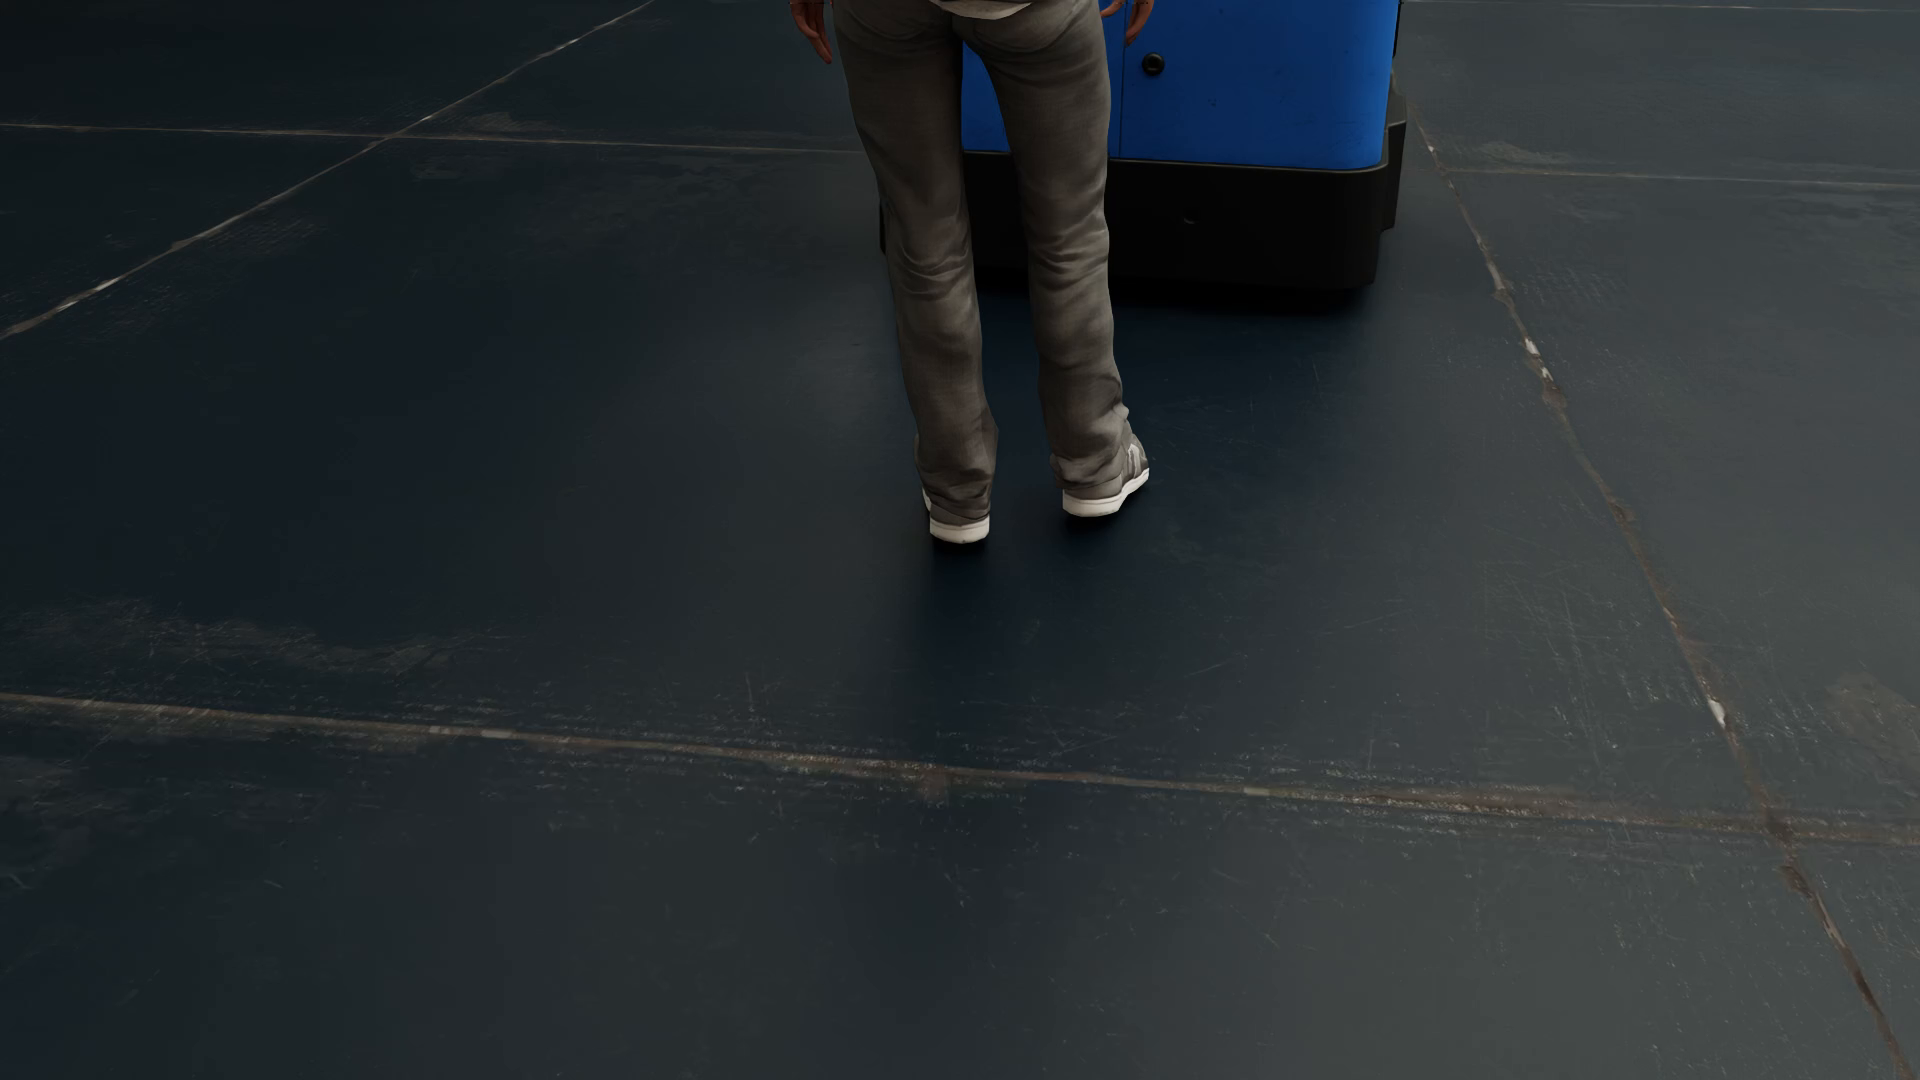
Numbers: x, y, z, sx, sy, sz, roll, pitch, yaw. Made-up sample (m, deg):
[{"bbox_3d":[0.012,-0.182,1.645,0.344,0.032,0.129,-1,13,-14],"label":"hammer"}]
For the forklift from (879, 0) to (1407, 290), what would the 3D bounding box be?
[{"bbox_3d":[0.659,-2.451,4.130,1.130,2.935,3.031,6,27,12],"label":"forklift"}]

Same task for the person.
[{"bbox_3d":[0.023,-0.753,2.205,0.521,1.599,0.473,3,27,7],"label":"person"}]
